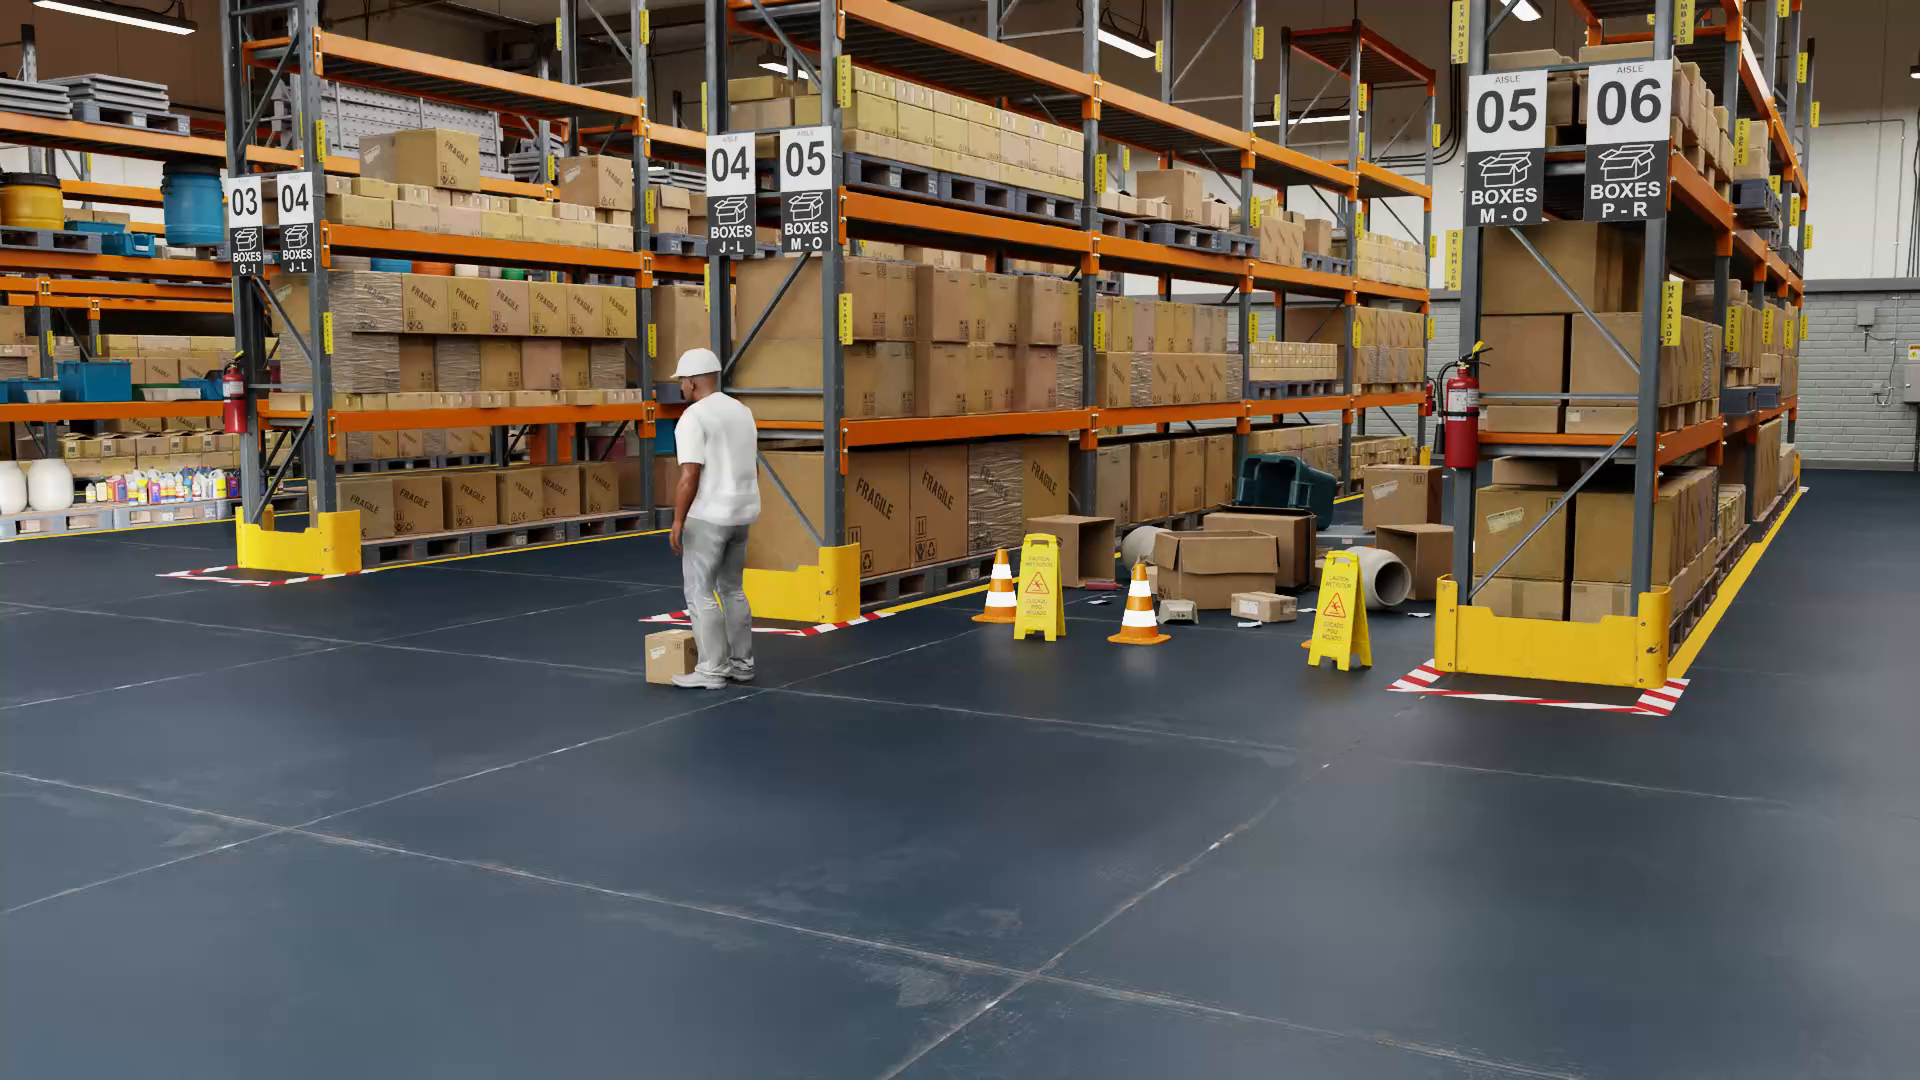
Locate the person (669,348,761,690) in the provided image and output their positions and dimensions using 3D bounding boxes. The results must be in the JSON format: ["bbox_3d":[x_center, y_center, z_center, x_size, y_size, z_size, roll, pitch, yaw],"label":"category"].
[{"bbox_3d":[-1.289,-0.117,8.683,0.458,1.761,0.628,3,7,29],"label":"person"}]
